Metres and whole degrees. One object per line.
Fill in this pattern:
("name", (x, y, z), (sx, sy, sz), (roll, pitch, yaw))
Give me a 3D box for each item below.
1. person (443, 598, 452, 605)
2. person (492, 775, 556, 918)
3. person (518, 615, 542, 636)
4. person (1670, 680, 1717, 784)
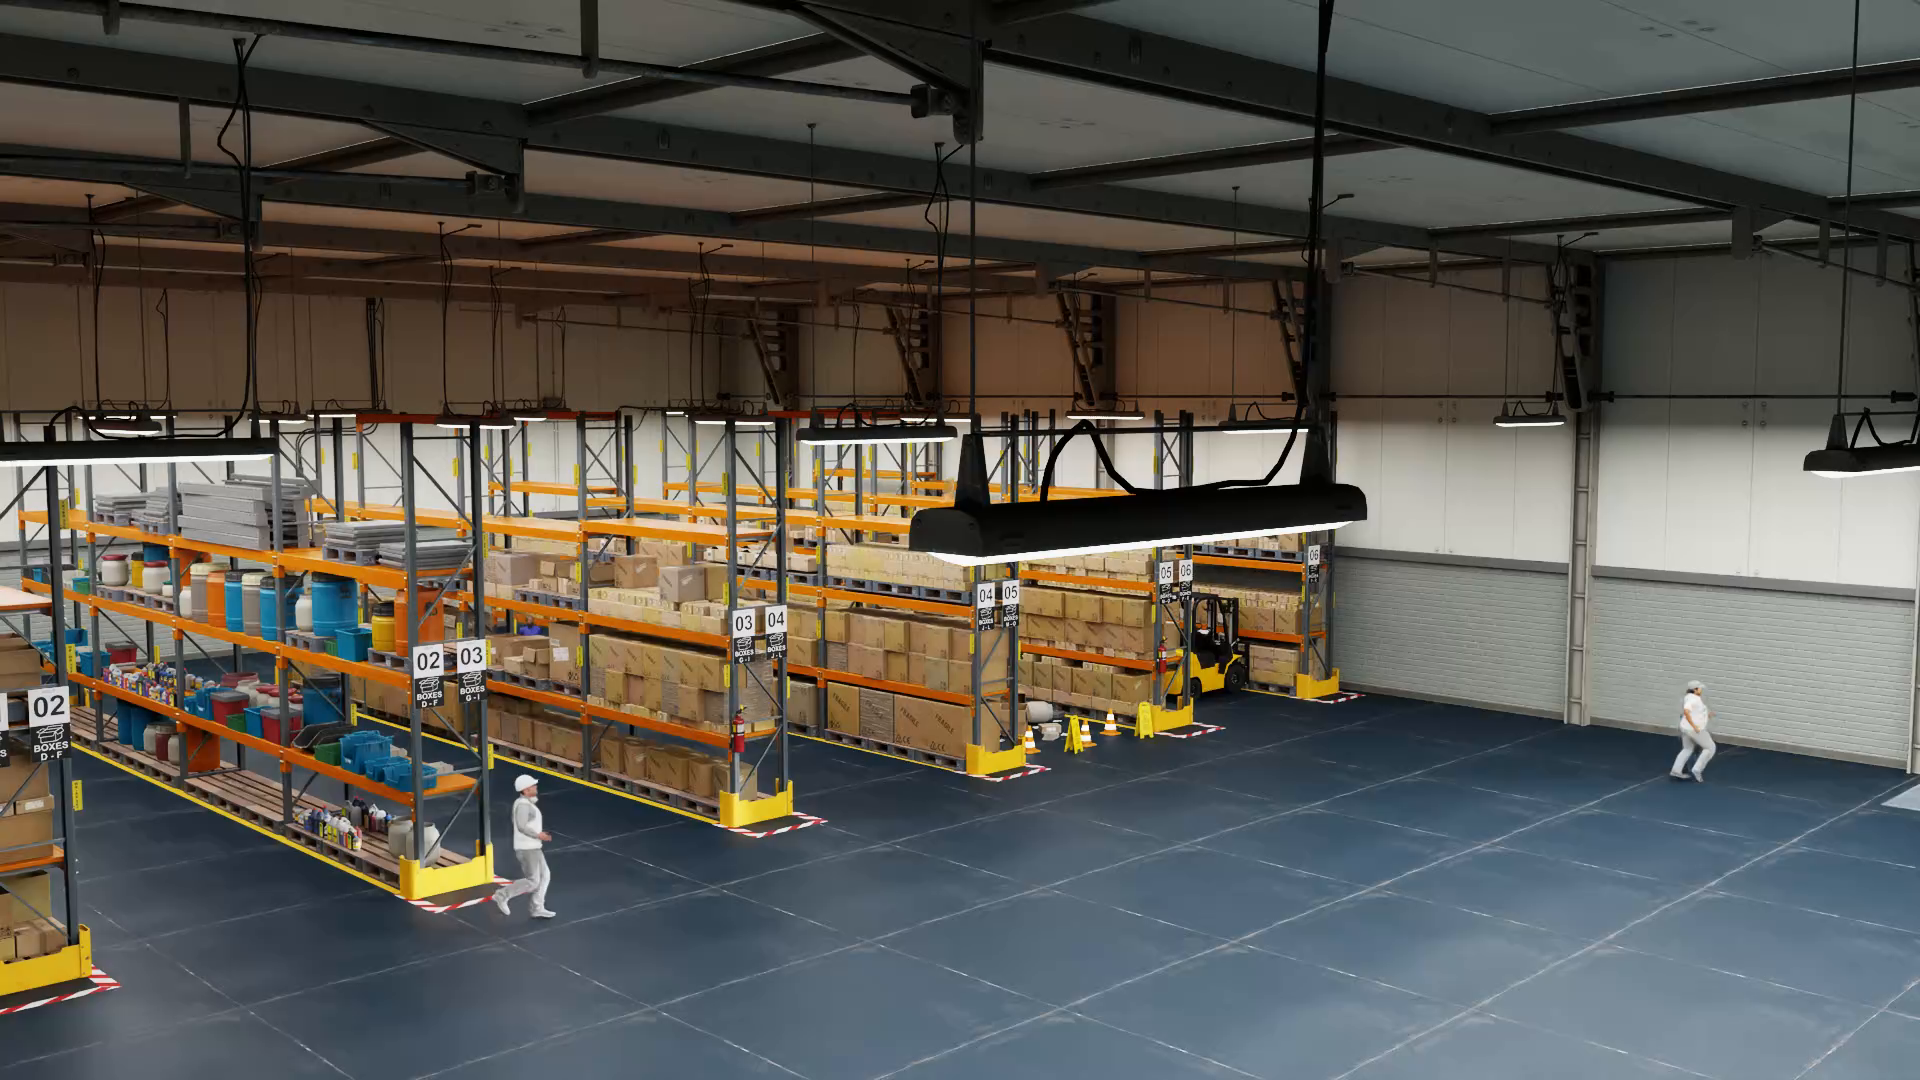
("person", (-11.884, 2.268, 38.181), (0.825, 1.591, 0.742), (-2, 5, -25))
("person", (-5.306, 3.721, 20.186), (0.746, 1.750, 0.684), (-1, 5, -15))
("person", (-9.198, 2.426, 35.672), (0.573, 1.660, 0.809), (-4, 6, -38))
("person", (12.052, 3.144, 27.269), (0.692, 1.689, 0.578), (0, 5, 3))
